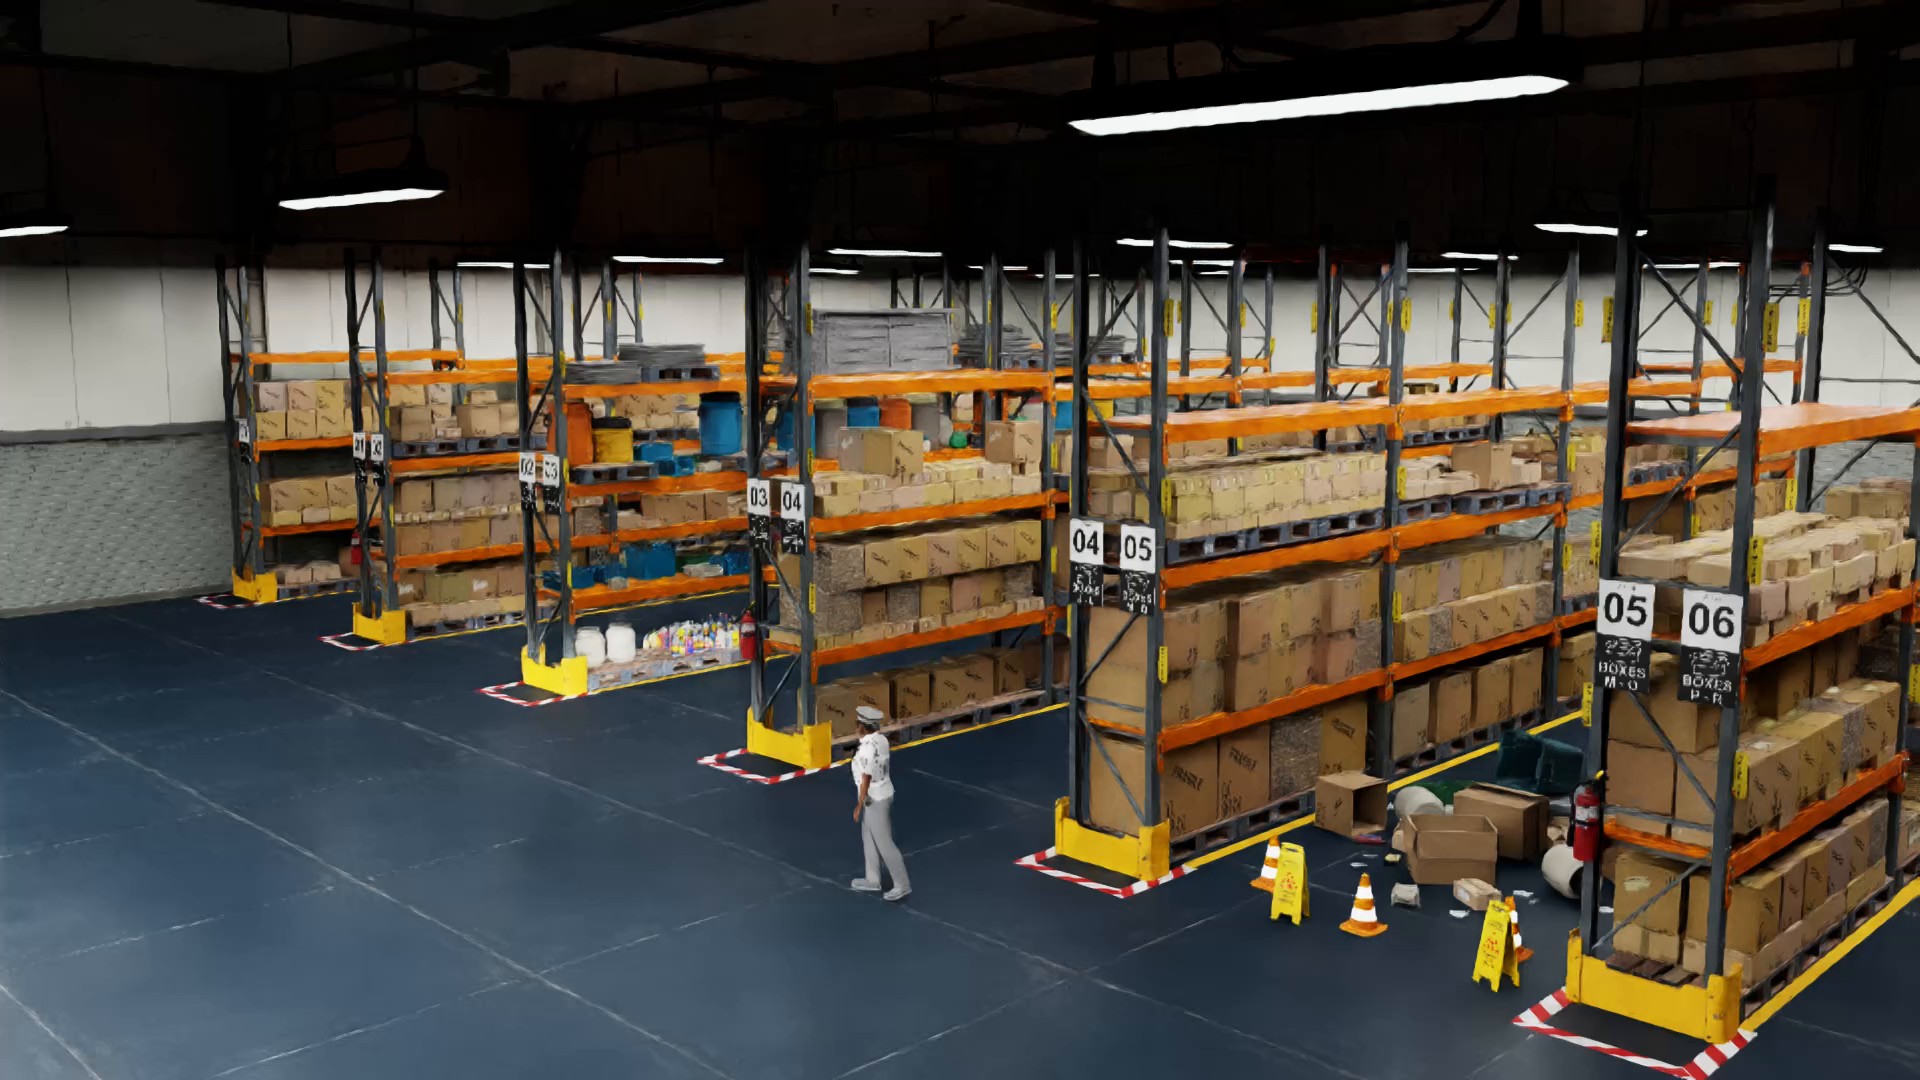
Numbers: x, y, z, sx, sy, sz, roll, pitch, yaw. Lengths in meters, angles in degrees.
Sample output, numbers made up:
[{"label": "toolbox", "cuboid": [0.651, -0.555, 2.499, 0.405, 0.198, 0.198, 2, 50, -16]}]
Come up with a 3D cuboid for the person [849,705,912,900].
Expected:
[{"label": "person", "cuboid": [-0.702, 2.296, 14.587, 0.600, 1.656, 0.504, 2, 8, 13]}]

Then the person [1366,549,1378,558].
[{"label": "person", "cuboid": [6.095, 0.909, 24.553, 1.090, 1.564, 0.479, -7, 11, -42]}]
